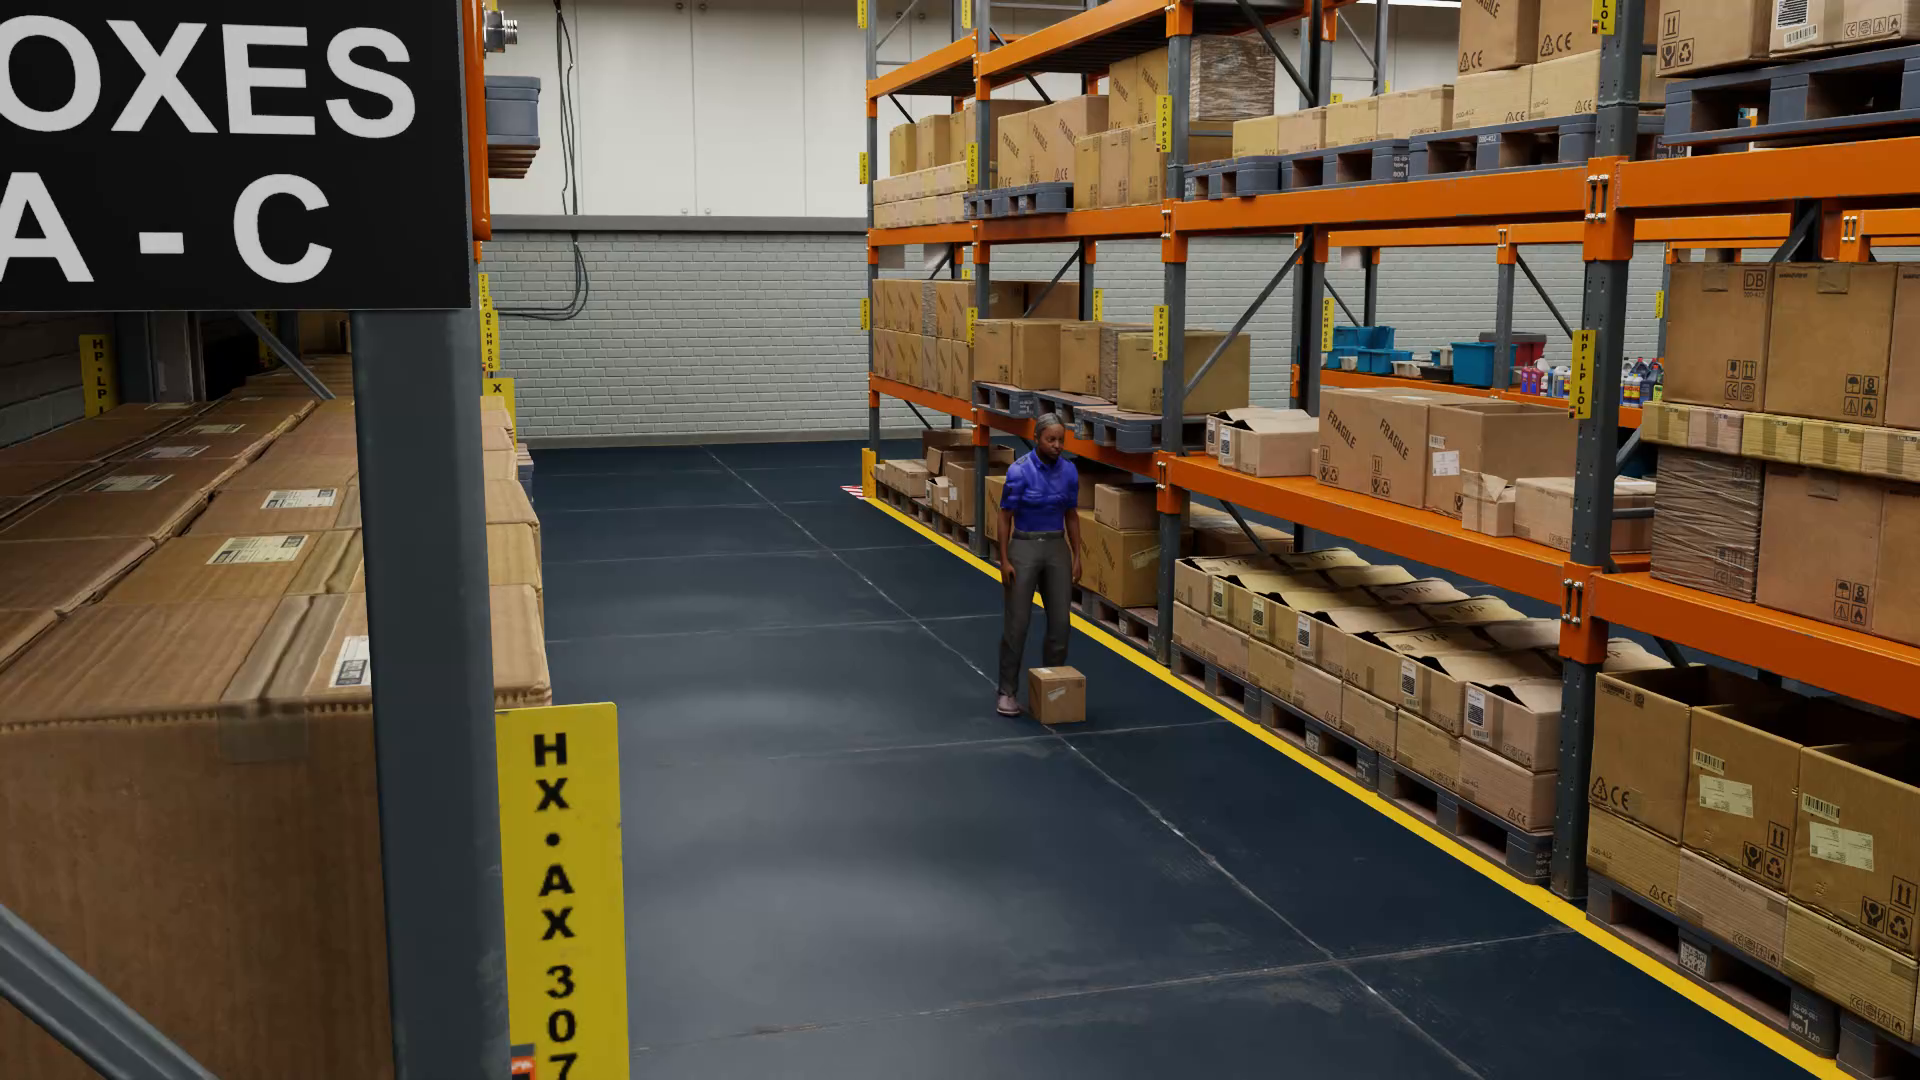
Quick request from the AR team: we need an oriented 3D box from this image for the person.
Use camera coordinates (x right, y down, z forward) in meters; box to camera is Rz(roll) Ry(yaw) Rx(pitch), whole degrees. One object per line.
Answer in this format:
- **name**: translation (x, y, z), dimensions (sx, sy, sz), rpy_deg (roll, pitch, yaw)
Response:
- **person**: translation (0.431, 0.118, 9.179), dimensions (0.531, 1.653, 0.352), rpy_deg (-3, 10, -20)
